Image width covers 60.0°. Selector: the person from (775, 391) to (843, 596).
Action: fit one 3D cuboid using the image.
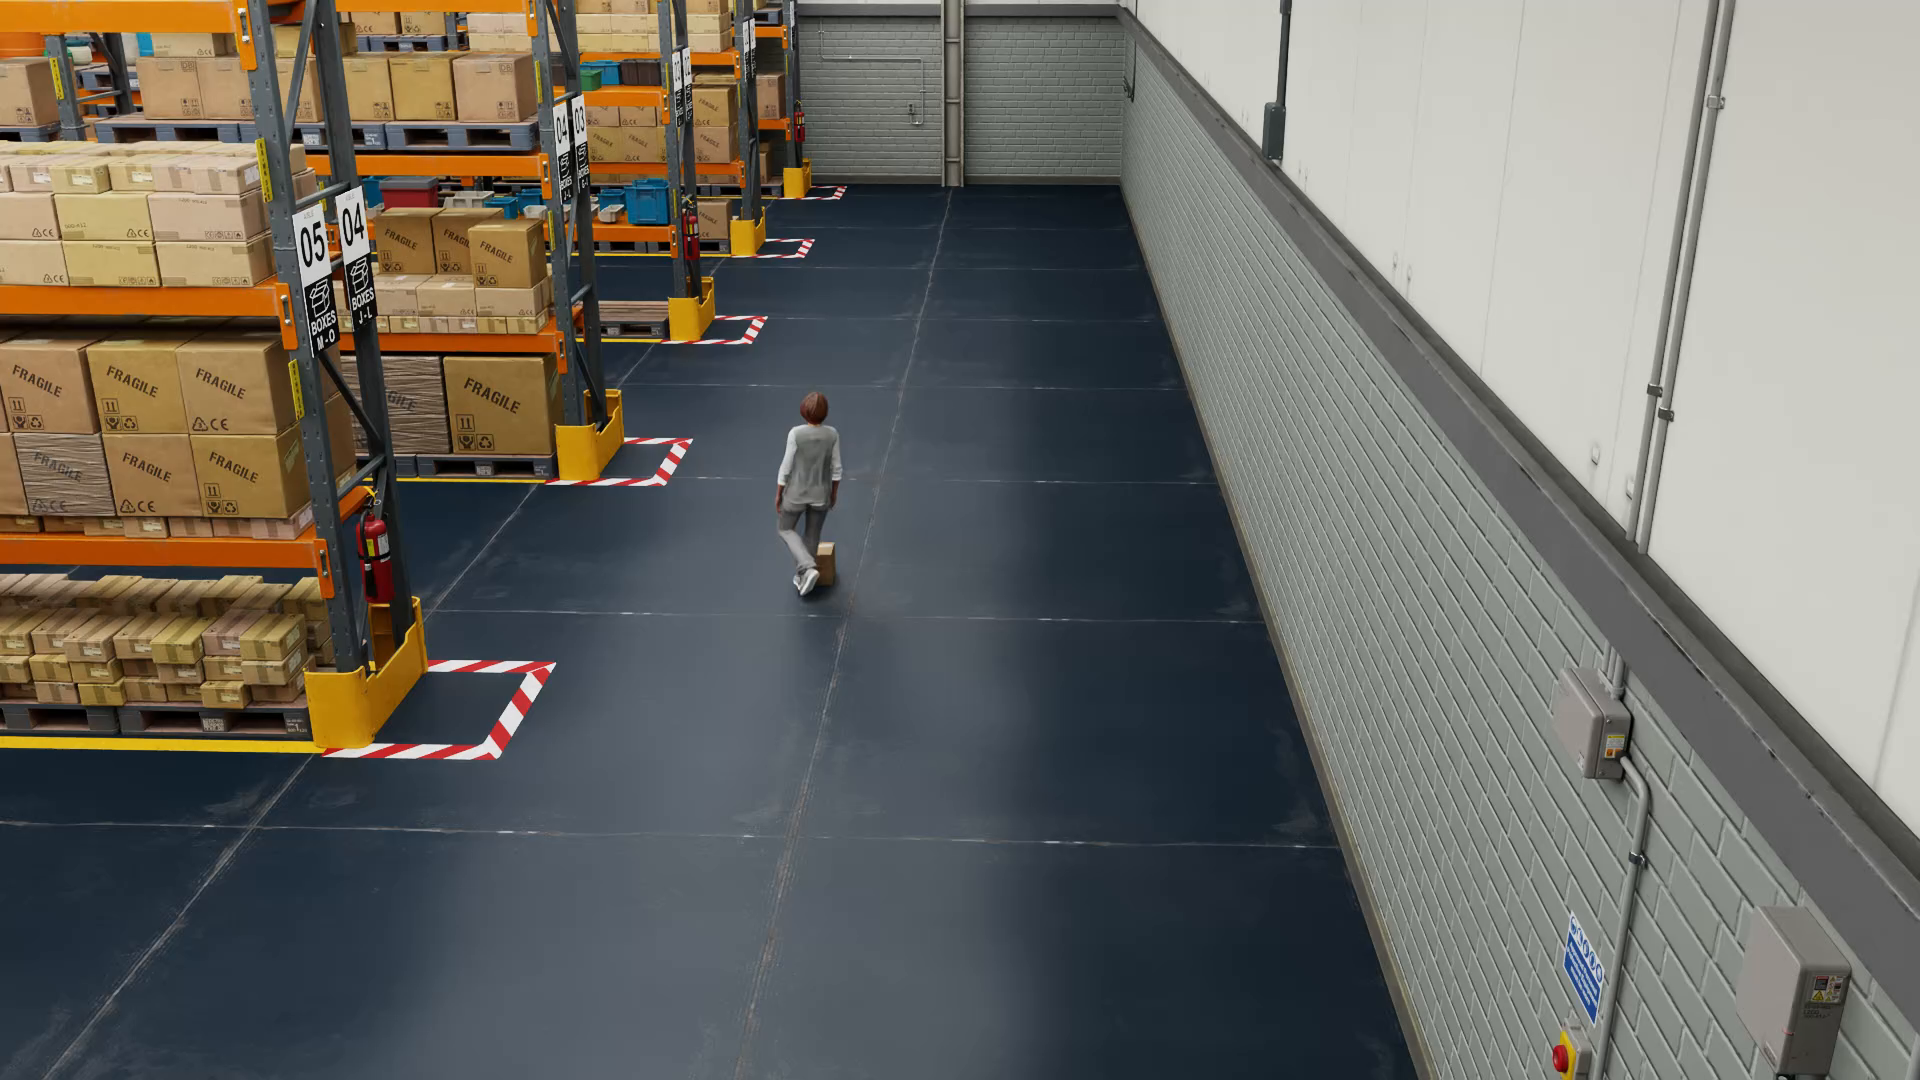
[{"bbox_3d":[-1.101,-0.329,11.931,0.485,1.578,0.642,-7,22,-17],"label":"person"}]
